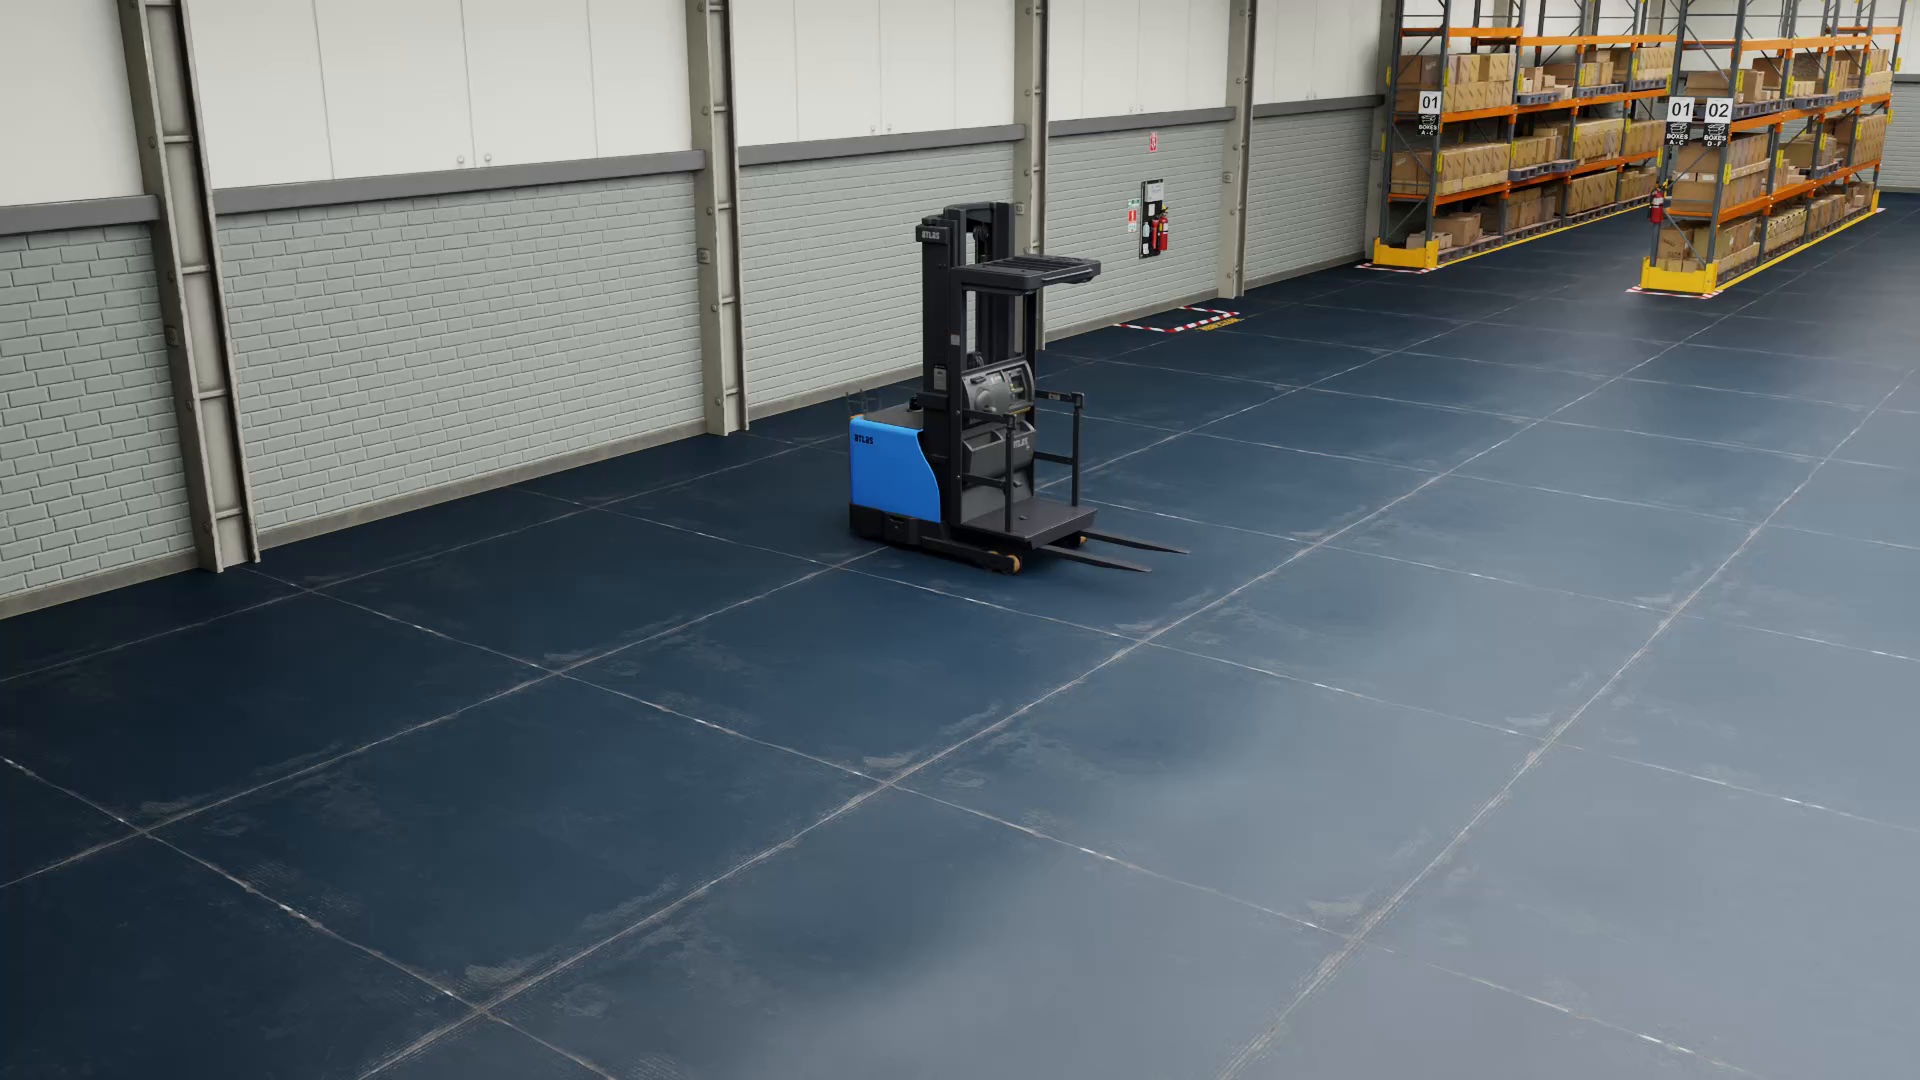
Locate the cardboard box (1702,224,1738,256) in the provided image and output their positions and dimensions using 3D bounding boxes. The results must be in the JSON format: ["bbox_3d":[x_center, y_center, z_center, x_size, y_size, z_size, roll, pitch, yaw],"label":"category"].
[{"bbox_3d":[13.445,-5.329,29.512,0.500,0.500,0.500,12,21,35],"label":"cardboard box"}]

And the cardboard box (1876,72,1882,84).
[{"bbox_3d":[20.904,-10.640,38.301,0.500,0.250,0.500,12,21,35],"label":"cardboard box"}]

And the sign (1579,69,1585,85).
[{"bbox_3d":[13.584,-10.118,36.337,0.100,0.325,0.005,12,21,35],"label":"sign"}]

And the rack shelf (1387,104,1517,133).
[{"bbox_3d":[9.574,-8.195,32.229,1.077,0.370,4.000,12,21,35],"label":"rack shelf"}]

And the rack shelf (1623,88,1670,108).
[{"bbox_3d":[16.724,-11.053,41.433,1.077,0.370,4.000,12,21,35],"label":"rack shelf"}]

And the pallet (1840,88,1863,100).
[{"bbox_3d":[19.068,-9.813,36.544,1.213,0.211,1.003,12,21,35],"label":"pallet"}]

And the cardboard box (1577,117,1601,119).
[{"bbox_3d":[15.049,-9.981,39.859,0.500,0.250,0.500,13,22,36],"label":"cardboard box"}]

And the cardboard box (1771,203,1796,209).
[{"bbox_3d":[17.499,-6.941,35.509,0.500,0.500,0.500,13,22,37],"label":"cardboard box"}]

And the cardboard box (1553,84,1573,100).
[{"bbox_3d":[12.937,-9.715,36.029,0.500,0.311,0.500,12,21,35],"label":"cardboard box"}]

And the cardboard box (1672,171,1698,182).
[{"bbox_3d":[12.438,-6.237,28.508,0.380,0.149,0.250,12,21,34],"label":"cardboard box"}]

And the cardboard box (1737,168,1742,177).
[{"bbox_3d":[13.536,-6.475,29.274,0.380,0.149,0.250,12,21,34],"label":"cardboard box"}]

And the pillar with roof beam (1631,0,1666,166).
[{"bbox_3d":[22.287,-13.340,42.528,9.100,9.000,0.400,12,21,35],"label":"pillar with roof beam"}]

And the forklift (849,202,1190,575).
[{"bbox_3d":[0.494,-1.288,13.948,3.031,2.935,1.130,13,21,35],"label":"forklift"}]

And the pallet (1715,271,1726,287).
[{"bbox_3d":[12.785,-4.613,29.241,1.003,0.211,1.213,12,21,35],"label":"pallet"}]

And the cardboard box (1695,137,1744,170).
[{"bbox_3d":[13.292,-6.790,29.195,0.700,0.500,0.500,13,21,35],"label":"cardboard box"}]

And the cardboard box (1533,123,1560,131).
[{"bbox_3d":[13.211,-9.246,37.491,0.500,0.250,0.500,13,22,36],"label":"cardboard box"}]

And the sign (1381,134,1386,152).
[{"bbox_3d":[7.949,-7.436,31.146,0.100,0.325,0.005,12,21,35],"label":"sign"}]

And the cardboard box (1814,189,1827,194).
[{"bbox_3d":[19.625,-7.815,38.325,0.500,0.500,0.500,12,21,35],"label":"cardboard box"}]

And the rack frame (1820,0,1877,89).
[{"bbox_3d":[19.513,-11.478,36.531,1.000,3.000,0.127,12,21,35],"label":"rack frame"}]

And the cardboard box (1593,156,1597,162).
[{"bbox_3d":[14.599,-8.890,38.704,0.380,0.149,0.250,13,22,36],"label":"cardboard box"}]

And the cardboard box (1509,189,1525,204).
[{"bbox_3d":[11.758,-7.365,35.610,0.500,0.250,0.500,12,21,33],"label":"cardboard box"}]

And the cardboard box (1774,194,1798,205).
[{"bbox_3d":[17.529,-7.313,35.444,0.500,0.250,0.500,13,22,37],"label":"cardboard box"}]

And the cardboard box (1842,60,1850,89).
[{"bbox_3d":[19.154,-10.234,36.540,0.600,0.600,0.600,10,20,30],"label":"cardboard box"}]

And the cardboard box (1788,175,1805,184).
[{"bbox_3d":[16.816,-7.277,33.543,0.380,0.149,0.250,12,21,35],"label":"cardboard box"}]

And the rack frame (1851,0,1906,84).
[{"bbox_3d":[21.897,-12.431,39.599,1.000,3.000,0.127,12,21,35],"label":"rack frame"}]

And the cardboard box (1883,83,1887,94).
[{"bbox_3d":[21.496,-10.640,39.145,0.500,0.250,0.500,12,21,35],"label":"cardboard box"}]

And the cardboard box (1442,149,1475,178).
[{"bbox_3d":[9.524,-7.224,31.902,0.500,0.500,0.500,12,21,33],"label":"cardboard box"}]

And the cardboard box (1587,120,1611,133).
[{"bbox_3d":[14.844,-9.647,38.782,0.500,0.250,0.500,13,21,36],"label":"cardboard box"}]

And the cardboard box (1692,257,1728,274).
[{"bbox_3d":[13.156,-4.850,29.233,0.500,0.250,0.500,12,21,35],"label":"cardboard box"}]

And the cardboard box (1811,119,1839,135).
[{"bbox_3d":[19.607,-9.304,37.793,0.500,0.500,0.500,13,21,35],"label":"cardboard box"}]

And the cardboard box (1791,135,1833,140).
[{"bbox_3d":[18.693,-8.613,36.544,0.500,0.500,0.700,-16,23,-42],"label":"cardboard box"}]

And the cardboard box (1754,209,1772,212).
[{"bbox_3d":[16.276,-6.616,33.973,0.500,0.311,0.500,12,21,33],"label":"cardboard box"}]

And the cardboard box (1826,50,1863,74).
[{"bbox_3d":[19.772,-10.693,37.208,0.700,0.500,0.500,12,21,35],"label":"cardboard box"}]

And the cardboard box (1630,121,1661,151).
[{"bbox_3d":[17.196,-10.285,42.299,0.980,0.700,0.700,12,21,34],"label":"cardboard box"}]

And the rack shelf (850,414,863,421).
[{"bbox_3d":[-0.865,-1.071,15.088,0.258,0.103,0.180,10,20,37],"label":"rack shelf"}]

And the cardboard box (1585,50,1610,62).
[{"bbox_3d":[14.903,-11.349,39.000,0.500,0.250,0.500,14,22,39],"label":"cardboard box"}]

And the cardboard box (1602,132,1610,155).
[{"bbox_3d":[14.858,-9.291,38.900,0.500,0.500,0.500,12,21,35],"label":"cardboard box"}]

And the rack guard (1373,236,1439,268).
[{"bbox_3d":[8.428,-5.454,31.462,1.175,0.500,0.348,12,21,35],"label":"rack guard"}]

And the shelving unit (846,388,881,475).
[{"bbox_3d":[-0.854,-0.767,15.173,0.258,1.200,0.189,10,20,37],"label":"shelving unit"}]

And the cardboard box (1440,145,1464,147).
[{"bbox_3d":[9.706,-7.563,32.994,0.500,0.500,0.500,13,22,36],"label":"cardboard box"}]

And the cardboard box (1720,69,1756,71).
[{"bbox_3d":[14.235,-8.382,30.506,0.500,0.500,0.500,15,22,39],"label":"cardboard box"}]

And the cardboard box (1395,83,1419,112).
[{"bbox_3d":[8.428,-8.263,31.035,0.500,0.500,0.500,14,22,39],"label":"cardboard box"}]

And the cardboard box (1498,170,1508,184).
[{"bbox_3d":[10.727,-7.353,33.585,0.500,0.250,0.500,12,21,35],"label":"cardboard box"}]

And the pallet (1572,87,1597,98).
[{"bbox_3d":[13.490,-10.040,37.276,1.213,0.211,1.003,14,22,37],"label":"pallet"}]

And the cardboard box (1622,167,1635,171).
[{"bbox_3d":[17.042,-9.457,42.552,0.380,0.149,0.250,13,21,35],"label":"cardboard box"}]

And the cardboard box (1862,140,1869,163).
[{"bbox_3d":[20.638,-8.975,38.419,0.500,0.500,0.500,12,21,34],"label":"cardboard box"}]

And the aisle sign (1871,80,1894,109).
[{"bbox_3d":[22.183,-10.769,39.981,0.394,0.787,0.004,12,21,35],"label":"aisle sign"}]

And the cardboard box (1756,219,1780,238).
[{"bbox_3d":[15.495,-6.035,32.104,0.500,0.311,0.500,12,21,34],"label":"cardboard box"}]

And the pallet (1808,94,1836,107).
[{"bbox_3d":[16.797,-8.825,33.365,1.213,0.211,1.003,14,22,37],"label":"pallet"}]

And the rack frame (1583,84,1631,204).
[{"bbox_3d":[15.533,-9.487,40.237,1.000,3.000,0.127,12,21,35],"label":"rack frame"}]

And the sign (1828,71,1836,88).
[{"bbox_3d":[17.571,-9.277,33.498,0.100,0.325,0.005,12,21,35],"label":"sign"}]

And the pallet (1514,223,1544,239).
[{"bbox_3d":[11.955,-6.728,36.052,1.003,0.211,1.213,12,21,35],"label":"pallet"}]
